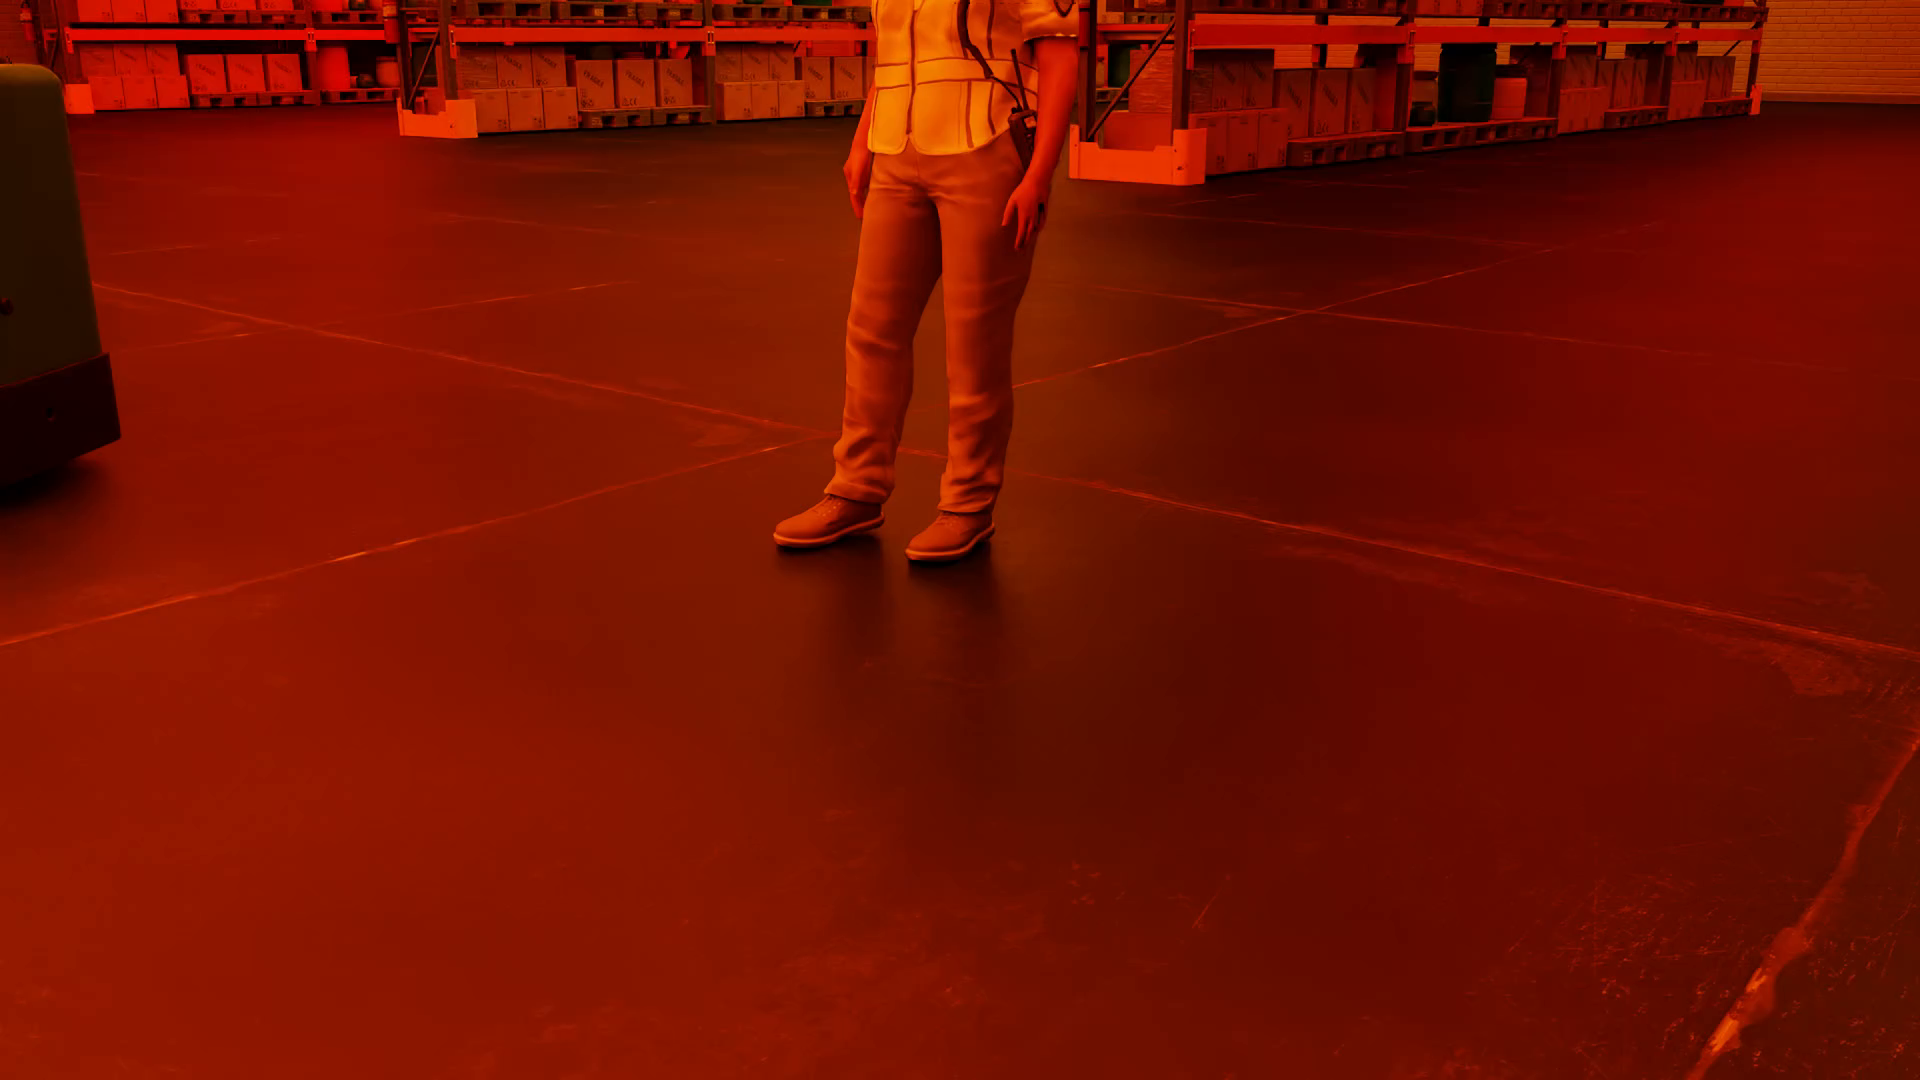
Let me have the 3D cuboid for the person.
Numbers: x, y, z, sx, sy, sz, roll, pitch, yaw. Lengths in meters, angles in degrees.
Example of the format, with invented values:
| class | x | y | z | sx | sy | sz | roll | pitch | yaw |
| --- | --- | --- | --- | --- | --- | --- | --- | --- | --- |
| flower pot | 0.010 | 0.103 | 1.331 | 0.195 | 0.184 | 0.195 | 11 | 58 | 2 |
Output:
| class | x | y | z | sx | sy | sz | roll | pitch | yaw |
| --- | --- | --- | --- | --- | --- | --- | --- | --- | --- |
| person | -0.066 | -0.792 | 3.655 | 0.599 | 1.669 | 0.529 | 13 | 21 | 37 |

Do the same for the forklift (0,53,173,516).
| class | x | y | z | sx | sy | sz | roll | pitch | yaw |
| --- | --- | --- | --- | --- | --- | --- | --- | --- | --- |
| forklift | -3.723 | -1.514 | 3.883 | 3.031 | 2.935 | 1.130 | 1 | 17 | 4 |
